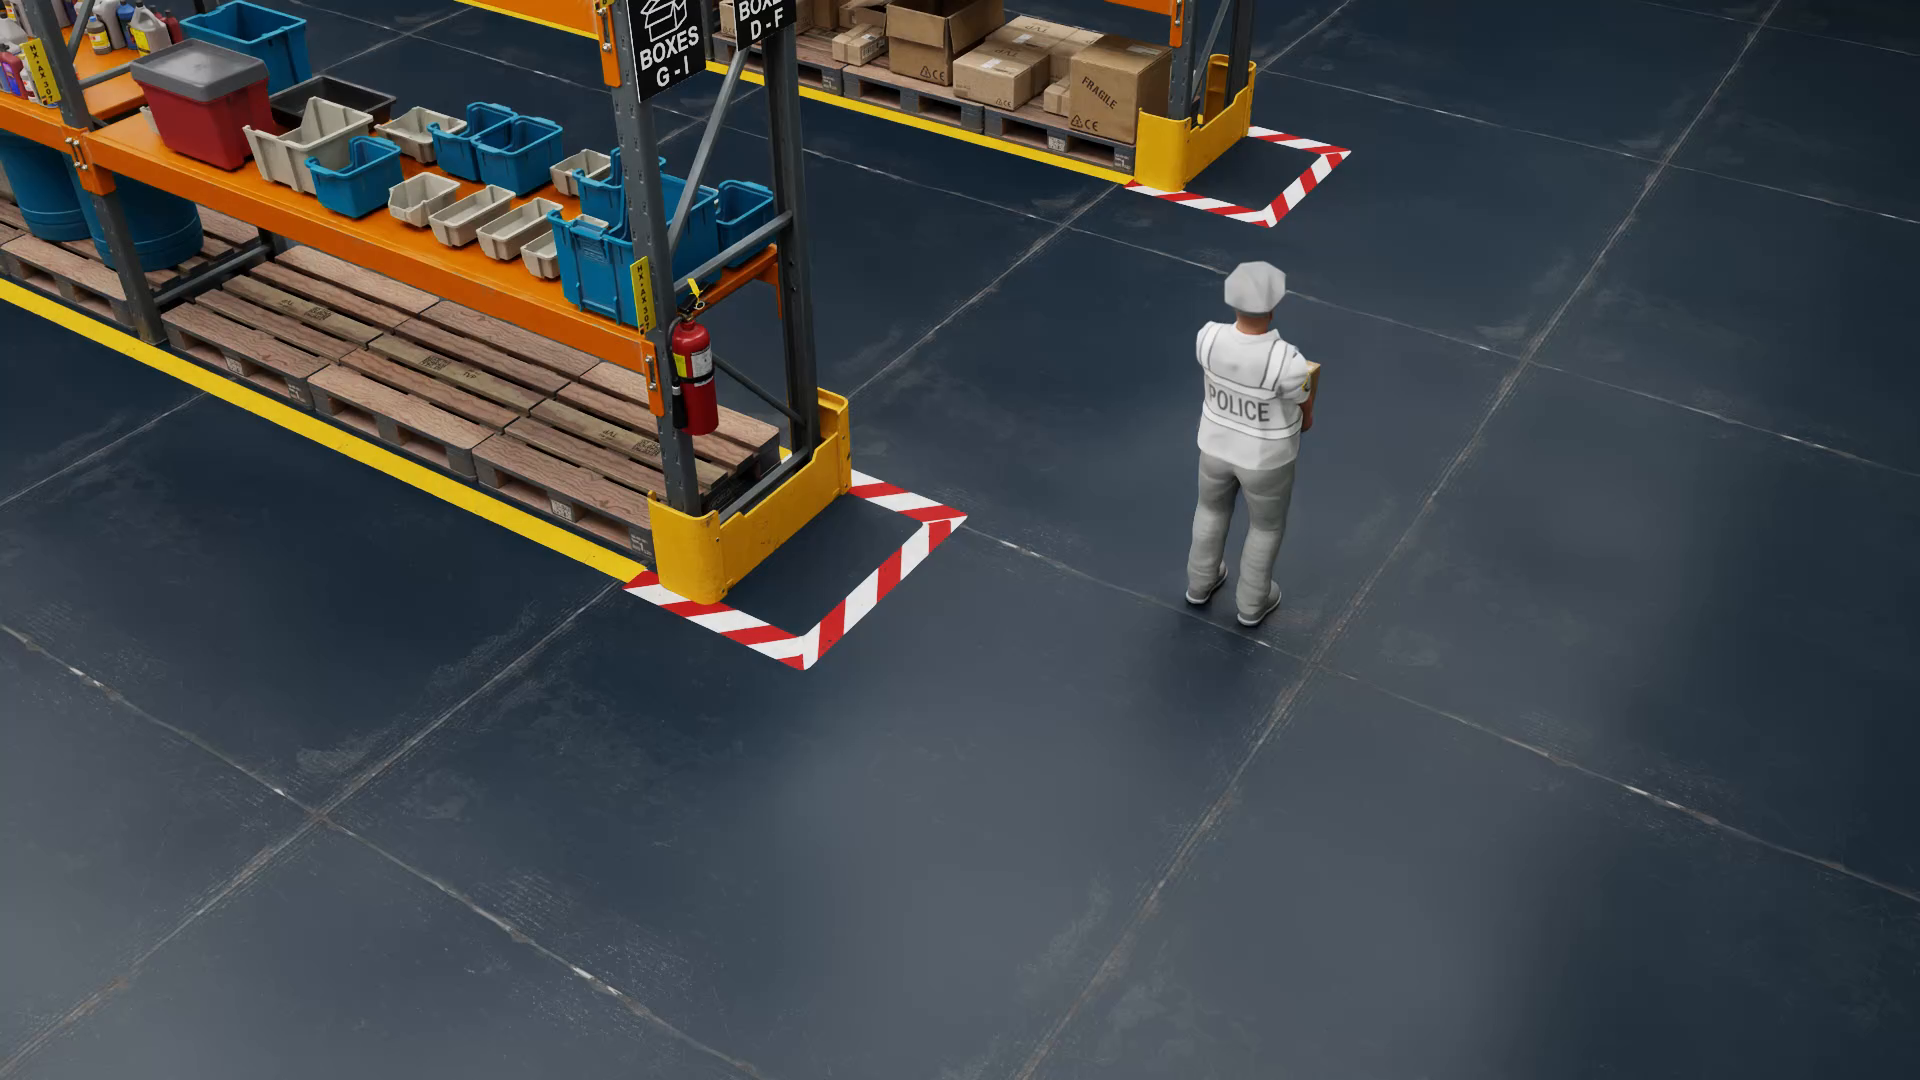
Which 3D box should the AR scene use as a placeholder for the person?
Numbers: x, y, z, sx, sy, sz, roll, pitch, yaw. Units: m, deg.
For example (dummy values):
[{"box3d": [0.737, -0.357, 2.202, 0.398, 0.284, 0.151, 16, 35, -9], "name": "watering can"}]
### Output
[{"box3d": [1.274, -0.452, 7.237, 0.494, 1.766, 0.564, 22, 43, 26], "name": "person"}]
